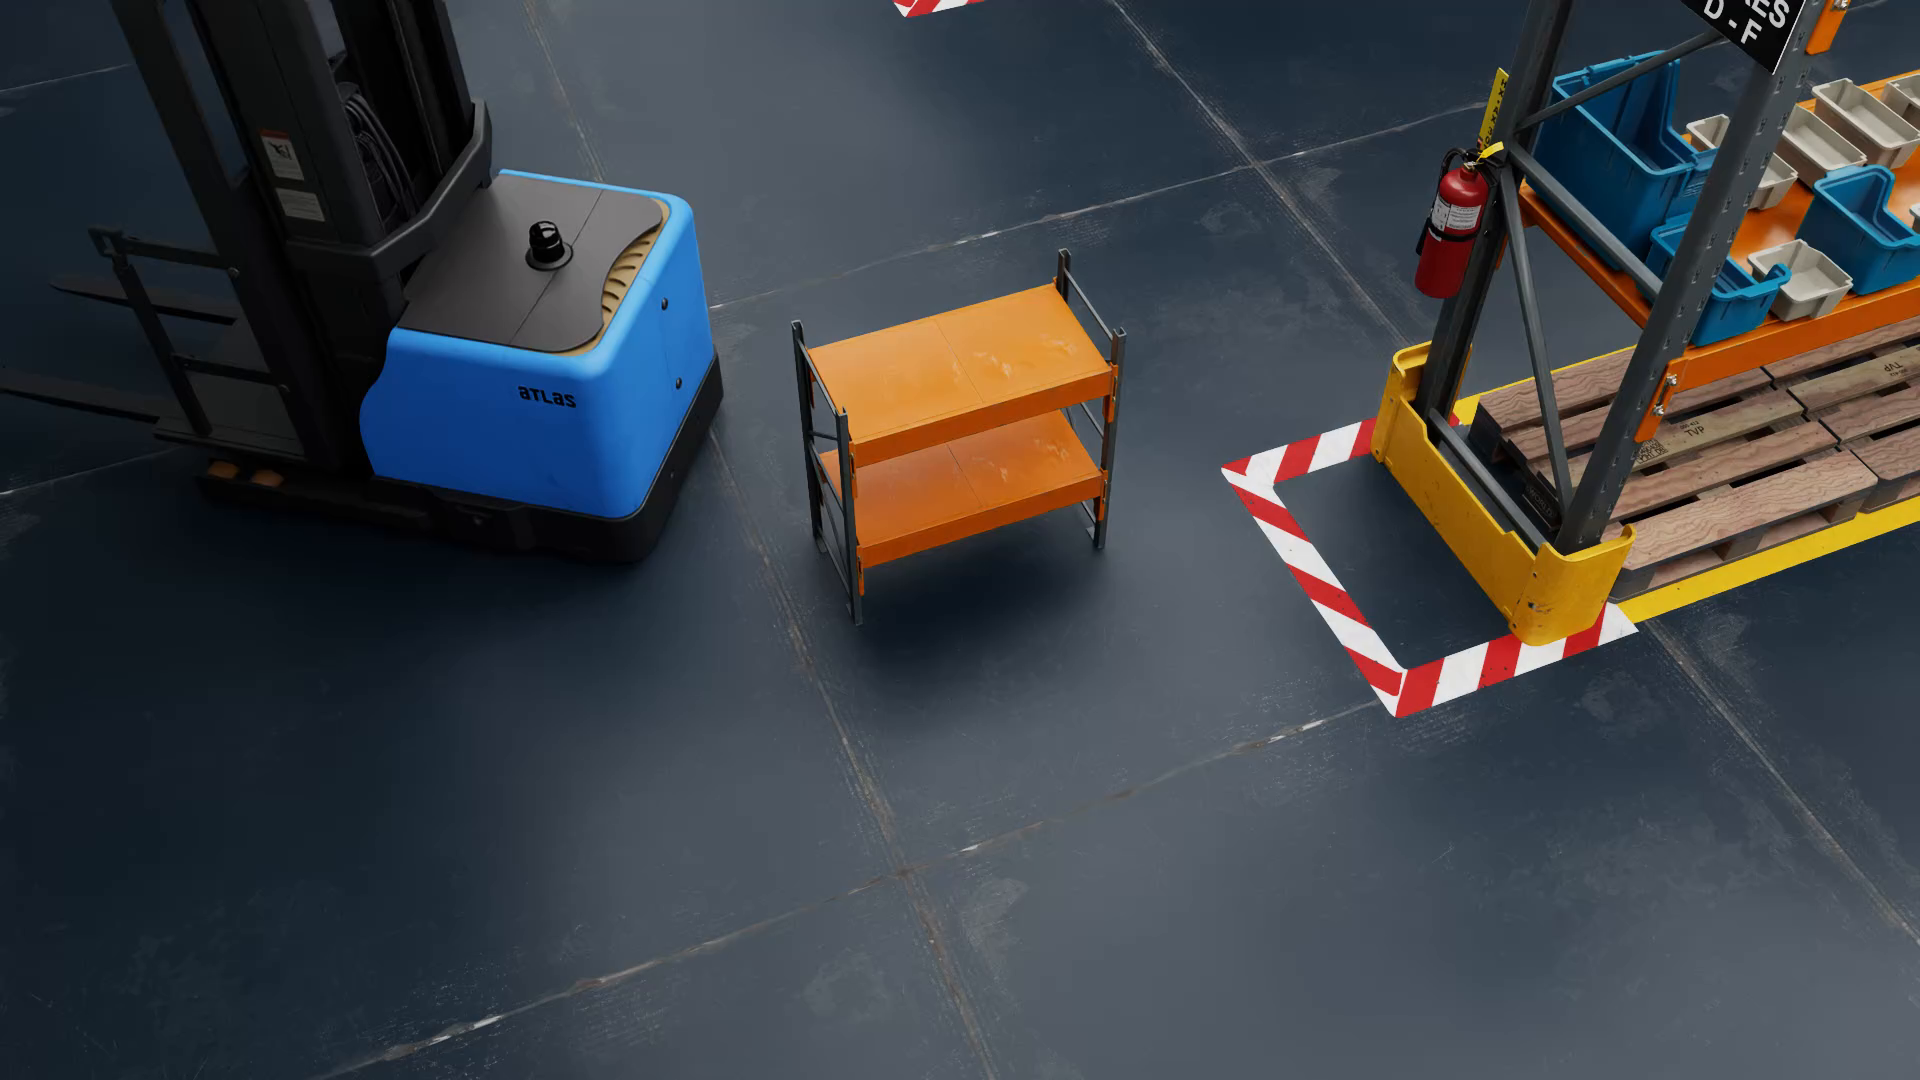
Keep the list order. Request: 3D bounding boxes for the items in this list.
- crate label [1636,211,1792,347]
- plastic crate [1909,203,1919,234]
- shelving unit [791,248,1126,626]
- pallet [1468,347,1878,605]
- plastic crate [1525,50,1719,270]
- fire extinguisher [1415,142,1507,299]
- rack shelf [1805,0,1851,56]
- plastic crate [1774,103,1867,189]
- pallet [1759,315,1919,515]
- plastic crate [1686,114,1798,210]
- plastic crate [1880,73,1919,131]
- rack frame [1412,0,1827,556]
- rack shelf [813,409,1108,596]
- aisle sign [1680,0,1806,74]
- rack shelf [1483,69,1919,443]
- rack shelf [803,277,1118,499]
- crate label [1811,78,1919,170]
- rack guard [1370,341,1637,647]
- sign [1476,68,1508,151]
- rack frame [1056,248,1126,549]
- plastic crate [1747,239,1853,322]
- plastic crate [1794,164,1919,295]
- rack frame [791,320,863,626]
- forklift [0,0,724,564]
[{"bbox_3d":[2.435,-0.842,5.408,0.303,0.233,0.416,-17,52,-14],"label":"crate label"},{"bbox_3d":[3.391,-1.039,5.640,0.298,0.136,0.250,-17,52,-14],"label":"plastic crate"},{"bbox_3d":[-0.006,-0.365,6.162,1.048,1.125,0.538,-17,52,-14],"label":"shelving unit"},{"bbox_3d":[2.860,-0.338,6.742,1.213,0.211,1.003,-17,52,-14],"label":"pallet"},{"bbox_3d":[2.321,-1.296,5.664,0.499,0.435,0.616,-17,52,-14],"label":"plastic crate"},{"bbox_3d":[1.770,-1.167,5.912,0.183,0.674,0.296,-17,52,-14],"label":"fire extinguisher"},{"bbox_3d":[3.933,-2.354,5.132,4.000,0.370,1.077,-17,52,-14],"label":"rack shelf"},{"bbox_3d":[3.042,-1.405,5.955,0.243,0.136,0.396,-17,52,-14],"label":"plastic crate"},{"bbox_3d":[3.987,-0.686,7.040,1.213,0.211,1.003,-17,52,-14],"label":"pallet"},{"bbox_3d":[2.768,-1.332,5.892,0.243,0.136,0.396,-17,52,-14],"label":"plastic crate"},{"bbox_3d":[3.558,-1.600,6.122,0.250,0.136,0.298,-17,52,-14],"label":"plastic crate"},{"bbox_3d":[2.082,-1.038,5.505,0.127,3.000,1.000,-17,52,-14],"label":"rack frame"},{"bbox_3d":[-0.006,-0.205,6.348,1.000,0.278,0.538,-17,52,-14],"label":"rack shelf"},{"bbox_3d":[2.127,-1.655,4.322,0.004,0.787,0.394,-17,52,-14],"label":"aisle sign"},{"bbox_3d":[3.933,-1.377,6.270,4.000,0.370,1.077,-17,52,-14],"label":"rack shelf"},{"bbox_3d":[-0.006,-0.555,5.940,1.000,0.278,0.538,-17,52,-14],"label":"rack shelf"},{"bbox_3d":[3.290,-1.502,6.038,0.243,0.136,0.396,-17,52,-14],"label":"crate label"},{"bbox_3d":[2.064,-0.207,6.439,0.348,0.500,1.175,-17,52,-14],"label":"rack guard"},{"bbox_3d":[1.859,-1.473,5.771,0.005,0.325,0.100,-17,52,-14],"label":"sign"},{"bbox_3d":[0.464,-0.510,6.288,0.032,1.125,0.500,-17,52,-14],"label":"rack frame"},{"bbox_3d":[2.763,-0.845,5.473,0.298,0.136,0.250,-17,52,-14],"label":"plastic crate"},{"bbox_3d":[3.044,-1.031,5.570,0.300,0.233,0.416,-17,52,-14],"label":"plastic crate"},{"bbox_3d":[-0.477,-0.219,6.037,0.032,1.125,0.500,-17,52,-14],"label":"rack frame"},{"bbox_3d":[-2.571,-1.459,5.912,3.031,2.935,1.130,10,50,9],"label":"forklift"}]
